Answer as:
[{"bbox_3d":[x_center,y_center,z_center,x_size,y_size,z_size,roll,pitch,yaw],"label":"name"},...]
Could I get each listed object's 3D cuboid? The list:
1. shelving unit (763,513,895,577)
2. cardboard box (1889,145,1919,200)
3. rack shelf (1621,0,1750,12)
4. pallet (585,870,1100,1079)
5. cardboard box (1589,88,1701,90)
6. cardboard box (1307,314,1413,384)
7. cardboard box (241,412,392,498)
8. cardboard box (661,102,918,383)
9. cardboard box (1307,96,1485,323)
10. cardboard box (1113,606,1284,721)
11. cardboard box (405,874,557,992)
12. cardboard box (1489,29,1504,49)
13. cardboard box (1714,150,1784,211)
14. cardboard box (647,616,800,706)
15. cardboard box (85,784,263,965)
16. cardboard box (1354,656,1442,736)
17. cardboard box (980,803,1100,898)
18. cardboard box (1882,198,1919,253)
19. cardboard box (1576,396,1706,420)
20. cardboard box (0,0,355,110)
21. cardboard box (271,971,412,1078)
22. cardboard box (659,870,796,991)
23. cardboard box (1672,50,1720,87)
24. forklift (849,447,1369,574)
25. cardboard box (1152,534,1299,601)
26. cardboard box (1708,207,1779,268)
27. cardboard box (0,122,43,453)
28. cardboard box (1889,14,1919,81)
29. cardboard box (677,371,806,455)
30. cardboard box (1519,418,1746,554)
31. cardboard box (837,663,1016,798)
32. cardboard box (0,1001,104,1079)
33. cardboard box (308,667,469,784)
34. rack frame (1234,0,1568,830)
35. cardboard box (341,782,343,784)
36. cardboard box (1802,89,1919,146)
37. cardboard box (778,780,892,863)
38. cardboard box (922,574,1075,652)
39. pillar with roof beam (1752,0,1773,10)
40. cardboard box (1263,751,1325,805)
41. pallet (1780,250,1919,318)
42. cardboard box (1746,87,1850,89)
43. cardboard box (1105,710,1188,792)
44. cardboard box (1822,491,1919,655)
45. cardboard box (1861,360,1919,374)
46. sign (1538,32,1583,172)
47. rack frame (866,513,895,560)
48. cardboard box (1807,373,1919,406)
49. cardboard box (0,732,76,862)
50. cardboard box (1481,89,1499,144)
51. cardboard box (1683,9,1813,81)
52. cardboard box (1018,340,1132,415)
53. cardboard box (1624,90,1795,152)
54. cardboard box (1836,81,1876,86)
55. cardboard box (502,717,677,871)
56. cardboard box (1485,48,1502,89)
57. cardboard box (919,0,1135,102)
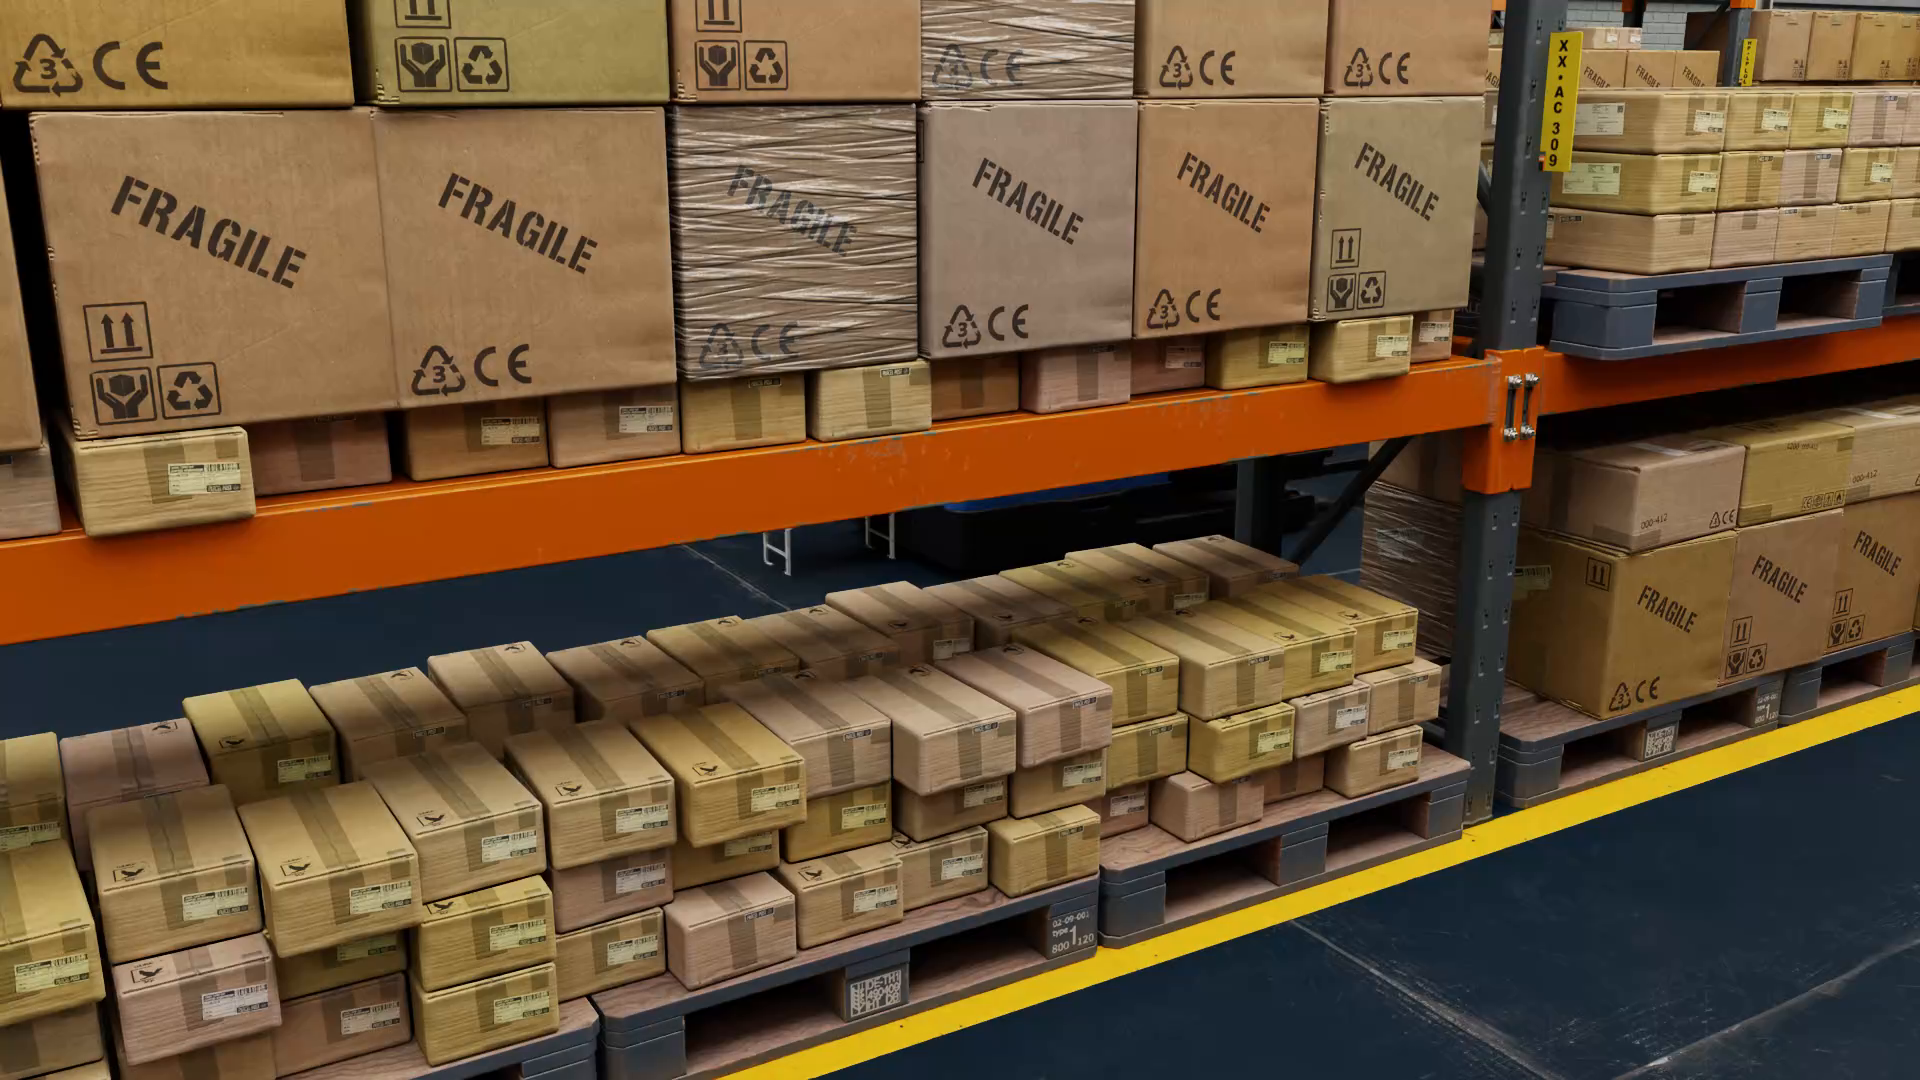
[{"bbox_3d":[-0.555,-0.488,6.927,0.503,1.200,0.258,-9,18,-30],"label":"shelving unit"},{"bbox_3d":[2.639,-1.090,4.878,0.250,0.149,0.380,-8,18,-27],"label":"cardboard box"},{"bbox_3d":[3.677,-3.834,11.305,4.000,0.370,1.077,-9,18,-30],"label":"rack shelf"},{"bbox_3d":[-0.435,0.844,4.007,1.213,0.211,1.003,-9,18,-30],"label":"pallet"},{"bbox_3d":[2.091,-1.349,5.249,0.250,0.149,0.380,-9,18,-30],"label":"cardboard box"},{"bbox_3d":[0.881,-0.495,4.083,0.250,0.149,0.380,-10,18,-31],"label":"cardboard box"},{"bbox_3d":[-1.206,-0.201,3.033,0.250,0.149,0.380,-8,18,-27],"label":"cardboard box"},{"bbox_3d":[-0.426,-0.622,3.336,0.500,0.500,0.500,-10,18,-31],"label":"cardboard box"},{"bbox_3d":[0.901,-0.829,4.075,0.500,0.500,0.500,-9,18,-30],"label":"cardboard box"},{"bbox_3d":[0.591,0.304,4.169,0.250,0.149,0.380,-9,18,-30],"label":"cardboard box"},{"bbox_3d":[-0.974,0.709,3.275,0.250,0.149,0.380,-9,18,-28],"label":"cardboard box"},{"bbox_3d":[3.928,-3.561,11.841,0.250,0.149,0.380,-8,18,-27],"label":"cardboard box"},{"bbox_3d":[1.966,-0.980,4.484,0.250,0.149,0.380,-10,18,-31],"label":"cardboard box"},{"bbox_3d":[-0.585,0.325,4.096,0.250,0.149,0.380,-9,18,-29],"label":"cardboard box"},{"bbox_3d":[-1.460,0.609,3.081,0.250,0.149,0.380,-9,18,-29],"label":"cardboard box"},{"bbox_3d":[1.064,0.374,4.471,0.250,0.149,0.380,-9,18,-29],"label":"cardboard box"},{"bbox_3d":[0.122,0.677,3.941,0.250,0.149,0.380,-9,18,-30],"label":"cardboard box"},{"bbox_3d":[2.629,-0.944,4.908,0.250,0.149,0.380,-10,19,-32],"label":"cardboard box"},{"bbox_3d":[2.126,-0.361,5.603,0.500,0.250,0.500,-8,18,-27],"label":"cardboard box"},{"bbox_3d":[-1.308,-0.960,2.688,0.500,0.500,0.500,-9,18,-28],"label":"cardboard box"},{"bbox_3d":[-1.253,0.866,3.268,0.250,0.149,0.380,-9,18,-29],"label":"cardboard box"},{"bbox_3d":[-0.550,0.784,3.561,0.250,0.149,0.380,-10,19,-32],"label":"cardboard box"},{"bbox_3d":[5.114,-3.290,12.075,0.500,0.500,0.500,-10,18,-31],"label":"cardboard box"},{"bbox_3d":[1.023,-1.542,7.482,3.031,2.935,1.130,-9,18,-30],"label":"forklift"},{"bbox_3d":[0.768,0.113,4.849,0.250,0.149,0.380,-8,18,-27],"label":"cardboard box"},{"bbox_3d":[1.979,-0.840,4.537,0.250,0.149,0.380,-9,18,-29],"label":"cardboard box"},{"bbox_3d":[-1.732,-0.404,2.559,0.500,0.500,0.500,-8,18,-27],"label":"cardboard box"},{"bbox_3d":[7.174,-3.921,13.250,0.500,0.500,0.700,-9,18,-30],"label":"cardboard box"},{"bbox_3d":[-0.501,-0.291,3.358,0.250,0.149,0.380,-8,18,-28],"label":"cardboard box"},{"bbox_3d":[1.939,-0.172,4.929,0.500,0.250,0.500,-10,19,-32],"label":"cardboard box"},{"bbox_3d":[-0.081,0.421,3.751,0.250,0.149,0.380,-10,18,-32],"label":"cardboard box"},{"bbox_3d":[-1.678,0.799,2.954,0.250,0.149,0.380,-8,18,-27],"label":"cardboard box"},{"bbox_3d":[-1.279,0.429,3.724,0.250,0.149,0.380,-10,19,-32],"label":"cardboard box"},{"bbox_3d":[1.170,-0.771,4.601,0.127,3.000,1.000,-9,18,-30],"label":"rack frame"},{"bbox_3d":[-1.226,0.587,3.711,0.250,0.149,0.380,-9,18,-30],"label":"cardboard box"},{"bbox_3d":[2.636,-1.232,4.832,0.250,0.149,0.380,-9,18,-30],"label":"cardboard box"},{"bbox_3d":[-0.347,0.568,3.780,0.250,0.149,0.380,-8,18,-27],"label":"cardboard box"},{"bbox_3d":[0.098,0.226,4.448,0.250,0.149,0.380,-10,18,-31],"label":"cardboard box"},{"bbox_3d":[12.560,-7.556,17.694,0.400,9.000,9.100,-9,18,-30],"label":"pillar with roof beam"},{"bbox_3d":[0.743,0.550,4.394,0.250,0.149,0.380,-9,18,-28],"label":"cardboard box"},{"bbox_3d":[2.923,-0.950,5.595,1.213,0.211,1.003,-9,18,-30],"label":"pallet"},{"bbox_3d":[2.761,-1.458,5.639,0.250,0.149,0.380,-10,18,-30],"label":"cardboard box"},{"bbox_3d":[0.352,0.468,4.136,0.250,0.149,0.380,-9,18,-29],"label":"cardboard box"},{"bbox_3d":[2.835,0.040,5.564,0.500,0.500,0.500,-9,18,-29],"label":"cardboard box"},{"bbox_3d":[3.448,-0.576,6.371,0.500,0.250,0.500,-9,18,-30],"label":"cardboard box"},{"bbox_3d":[1.456,-1.063,4.041,0.005,0.325,0.100,-9,18,-30],"label":"sign"},{"bbox_3d":[-0.346,-0.522,7.048,0.015,1.200,0.240,-9,18,-30],"label":"rack frame"},{"bbox_3d":[3.276,-0.391,5.710,0.500,0.250,0.500,-9,18,-28],"label":"cardboard box"},{"bbox_3d":[-1.936,0.537,3.337,0.250,0.149,0.380,-9,18,-29],"label":"cardboard box"},{"bbox_3d":[1.413,-1.239,4.859,0.250,0.149,0.380,-8,18,-27],"label":"cardboard box"},{"bbox_3d":[5.880,-3.698,12.455,0.500,0.500,0.700,-9,18,-30],"label":"cardboard box"},{"bbox_3d":[0.170,-0.397,3.733,0.250,0.149,0.380,-10,19,-32],"label":"cardboard box"},{"bbox_3d":[1.980,-1.127,4.457,0.250,0.149,0.380,-9,18,-28],"label":"cardboard box"},{"bbox_3d":[6.768,-3.344,13.045,0.500,0.500,0.500,-9,18,-30],"label":"cardboard box"},{"bbox_3d":[-0.766,0.514,3.421,0.250,0.149,0.380,-8,18,-28],"label":"cardboard box"},{"bbox_3d":[3.362,-3.010,11.075,0.500,0.500,0.500,-9,18,-29],"label":"cardboard box"},{"bbox_3d":[0.020,-1.175,3.454,0.500,0.500,0.500,-9,18,-28],"label":"cardboard box"}]
